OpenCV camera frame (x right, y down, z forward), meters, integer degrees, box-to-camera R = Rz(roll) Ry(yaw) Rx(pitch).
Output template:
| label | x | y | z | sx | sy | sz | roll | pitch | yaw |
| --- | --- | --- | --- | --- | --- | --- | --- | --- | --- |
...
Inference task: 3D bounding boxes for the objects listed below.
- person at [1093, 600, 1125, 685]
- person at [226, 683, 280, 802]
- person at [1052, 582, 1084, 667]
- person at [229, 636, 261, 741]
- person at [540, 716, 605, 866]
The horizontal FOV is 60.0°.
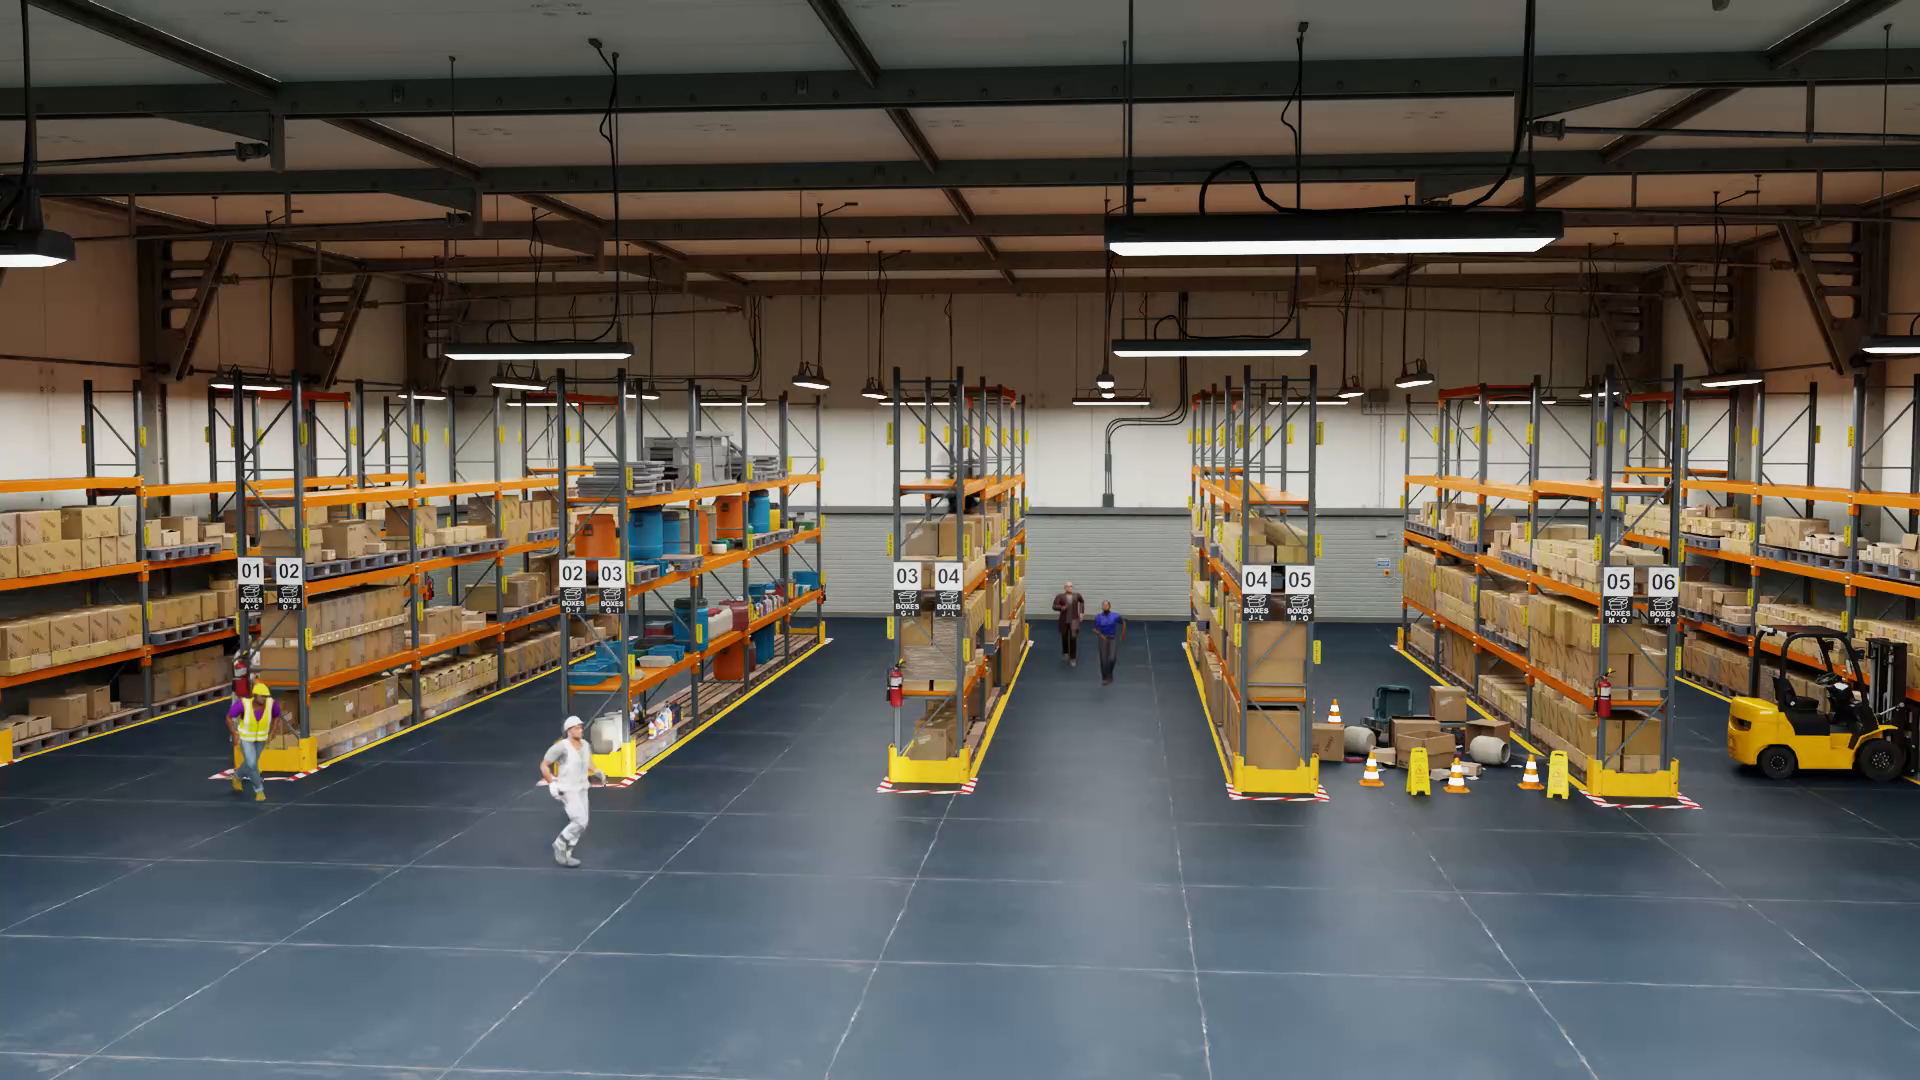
| label | x | y | z | sx | sy | sz | roll | pitch | yaw |
| --- | --- | --- | --- | --- | --- | --- | --- | --- | --- |
| person | 2.818 | 1.963 | 31.475 | 0.602 | 1.626 | 0.683 | 0 | 4 | 7 |
| person | -9.825 | 2.778 | 23.061 | 0.692 | 1.663 | 1.065 | -3 | 5 | -43 |
| person | 2.381 | 1.832 | 36.566 | 0.705 | 1.846 | 0.871 | 0 | 4 | 3 |
| person | -11.904 | 2.438 | 27.756 | 0.581 | 1.706 | 0.847 | 0 | 4 | 0 |
| person | -4.439 | 2.919 | 19.324 | 0.576 | 1.749 | 0.663 | 2 | 4 | 28 |
